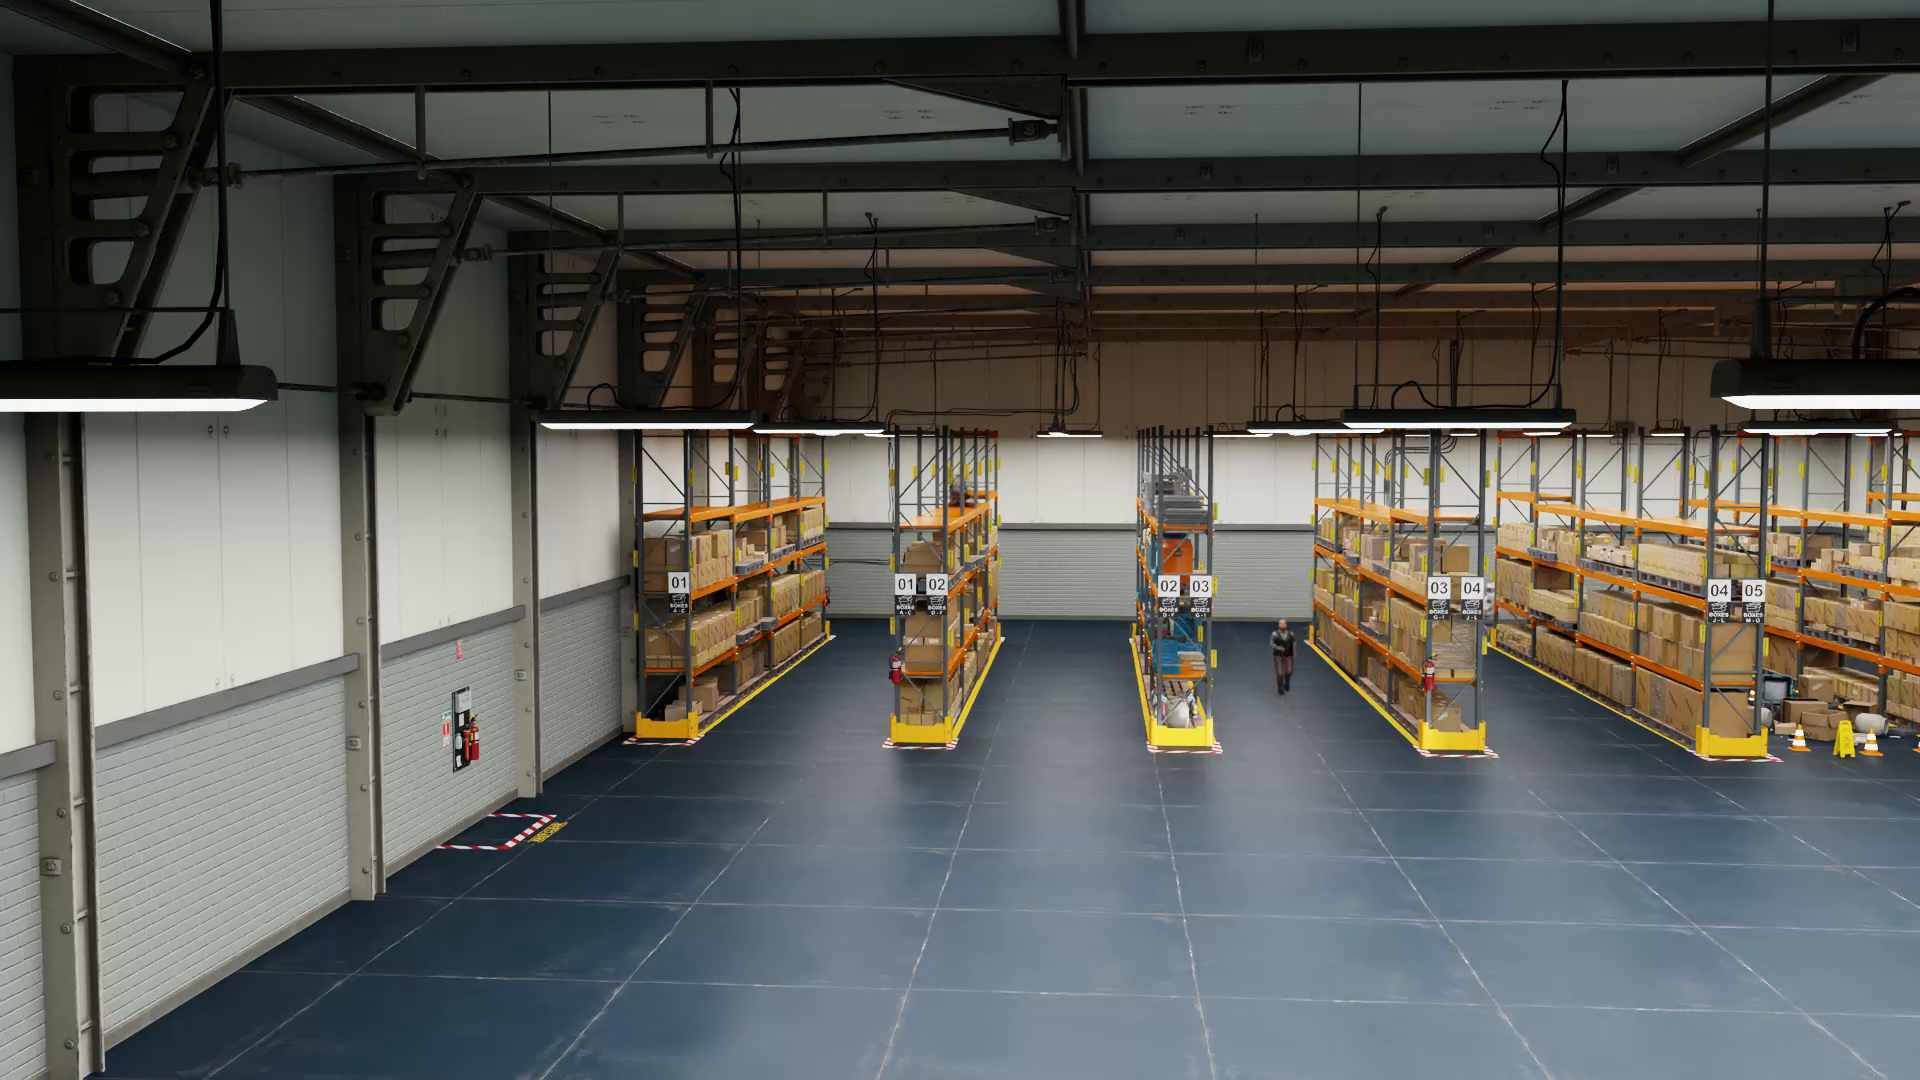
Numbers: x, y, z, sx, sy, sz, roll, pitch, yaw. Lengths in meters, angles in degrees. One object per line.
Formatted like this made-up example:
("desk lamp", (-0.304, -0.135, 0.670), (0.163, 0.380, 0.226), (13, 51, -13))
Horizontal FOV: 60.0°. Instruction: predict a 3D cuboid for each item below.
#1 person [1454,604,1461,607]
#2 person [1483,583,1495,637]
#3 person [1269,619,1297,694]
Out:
("person", (13.555, 2.217, 45.827), (0.602, 1.550, 0.551), (1, 4, 16))
("person", (15.003, 2.040, 47.573), (0.535, 1.673, 0.745), (1, 4, 13))
("person", (7.283, 2.630, 37.368), (0.639, 1.681, 0.592), (0, 3, 1))
